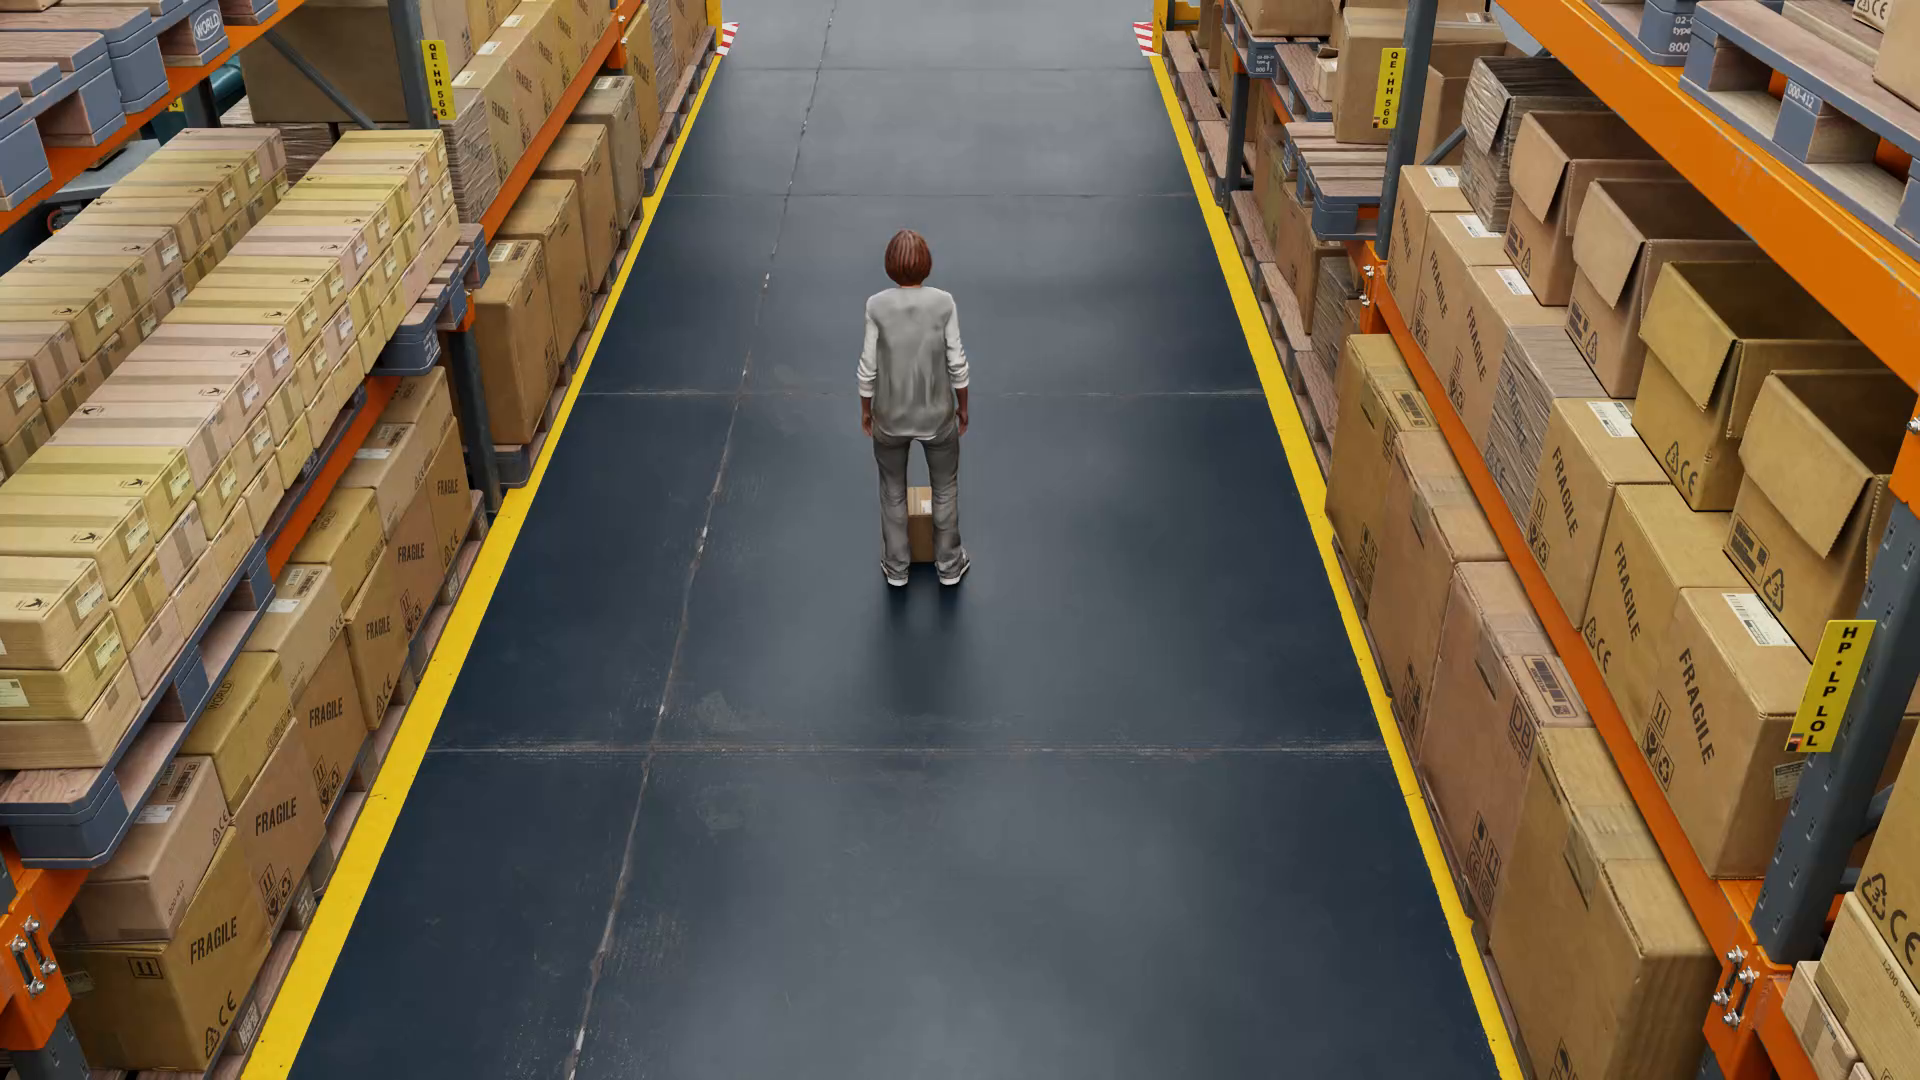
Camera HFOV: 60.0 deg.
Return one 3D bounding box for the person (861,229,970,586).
[{"bbox_3d":[-0.185,-0.517,6.973,0.457,1.593,0.348,0,32,-1],"label":"person"}]
